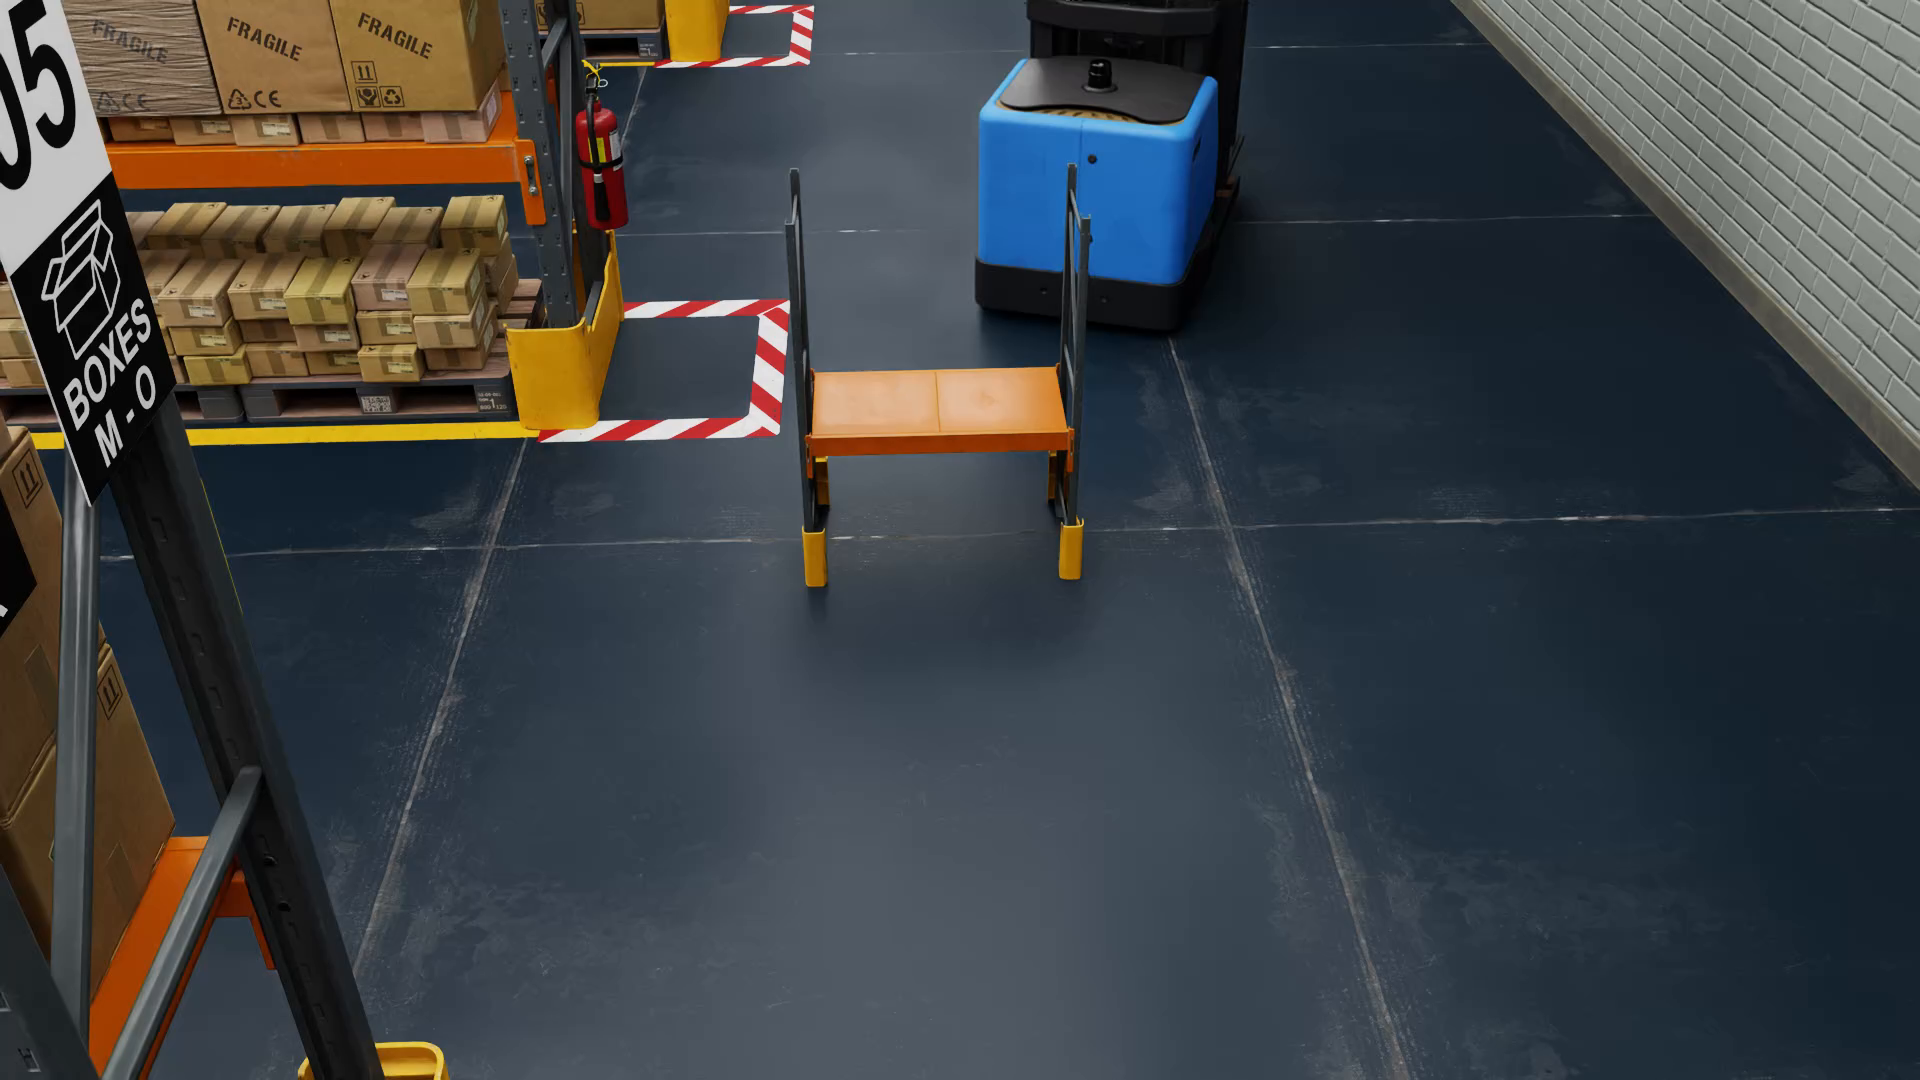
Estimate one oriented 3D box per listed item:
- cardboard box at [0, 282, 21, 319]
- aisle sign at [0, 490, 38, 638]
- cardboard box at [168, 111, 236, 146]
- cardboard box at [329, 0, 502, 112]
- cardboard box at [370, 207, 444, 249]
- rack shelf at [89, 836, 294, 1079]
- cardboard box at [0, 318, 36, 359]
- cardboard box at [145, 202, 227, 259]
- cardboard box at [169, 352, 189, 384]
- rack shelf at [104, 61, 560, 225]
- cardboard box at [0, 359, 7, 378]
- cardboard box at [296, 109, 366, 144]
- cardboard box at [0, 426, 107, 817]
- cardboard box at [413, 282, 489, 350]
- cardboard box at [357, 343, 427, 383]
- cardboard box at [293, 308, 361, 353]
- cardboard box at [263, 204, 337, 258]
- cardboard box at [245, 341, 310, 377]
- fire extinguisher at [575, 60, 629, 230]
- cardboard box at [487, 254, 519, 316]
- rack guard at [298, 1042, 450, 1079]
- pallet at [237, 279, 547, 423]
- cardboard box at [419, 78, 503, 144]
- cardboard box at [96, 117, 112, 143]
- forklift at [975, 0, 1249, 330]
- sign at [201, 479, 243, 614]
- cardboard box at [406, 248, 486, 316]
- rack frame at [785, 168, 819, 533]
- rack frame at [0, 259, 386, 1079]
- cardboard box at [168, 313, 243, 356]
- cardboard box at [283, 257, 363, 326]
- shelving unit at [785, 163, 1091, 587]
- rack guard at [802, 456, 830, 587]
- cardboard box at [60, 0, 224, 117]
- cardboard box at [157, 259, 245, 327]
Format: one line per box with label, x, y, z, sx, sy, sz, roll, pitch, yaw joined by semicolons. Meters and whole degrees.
cardboard box;-4.089;-1.135;7.368;0.250;0.149;0.380;-3;35;-4
aisle sign;-1.339;-0.147;2.042;0.004;0.787;0.394;-2;35;-2
cardboard box;-3.092;-1.779;6.906;0.250;0.149;0.380;-3;35;-4
cardboard box;-2.198;-2.068;6.753;0.500;0.500;0.500;-1;35;-1
cardboard box;-2.570;-1.411;7.767;0.250;0.149;0.380;-1;35;-1
rack shelf;-3.424;1.098;3.160;4.000;0.370;1.077;-2;35;-2
cardboard box;-4.088;-0.961;7.378;0.250;0.149;0.380;-2;35;-3
cardboard box;-3.614;-1.440;7.809;0.250;0.149;0.380;-1;35;-1
cardboard box;-3.569;-0.856;7.487;0.250;0.149;0.380;-1;35;-1
rack shelf;-3.759;-1.713;7.222;4.000;0.370;1.077;-2;35;-2
cardboard box;-4.348;-0.889;7.534;0.250;0.149;0.380;-3;35;-4
cardboard box;-2.573;-1.790;6.921;0.250;0.149;0.380;-2;35;-3
cardboard box;-1.919;0.147;2.936;0.500;0.500;0.500;-2;35;-3
cardboard box;-2.275;-1.009;7.447;0.250;0.149;0.380;-2;35;-4
cardboard box;-2.529;-0.866;7.502;0.250;0.149;0.380;-1;35;-1
cardboard box;-2.794;-0.994;7.426;0.250;0.149;0.380;-3;35;-4
cardboard box;-3.072;-1.424;7.784;0.250;0.149;0.380;-3;35;-5
cardboard box;-3.043;-0.894;7.542;0.250;0.149;0.380;-1;35;-2
fire extinguisher;-1.488;-1.622;6.854;0.183;0.674;0.296;-2;35;-2
cardboard box;-2.300;-1.231;8.029;0.250;0.149;0.380;-1;35;-1
rack guard;-1.402;1.775;3.746;0.348;0.500;1.175;-2;35;-2
pallet;-2.650;-0.913;7.883;1.213;0.211;1.003;-2;35;-2
cardboard box;-2.073;-1.790;6.922;0.250;0.149;0.380;-1;35;-2
cardboard box;-3.629;-1.789;6.920;0.250;0.149;0.380;-1;35;-1
forklift;0.973;-3.062;8.599;1.130;2.935;3.031;9;36;13
sign;-1.446;0.044;3.220;0.005;0.325;0.100;-2;35;-2
cardboard box;-2.278;-1.150;7.389;0.250;0.149;0.380;-1;35;-2
rack frame;-0.593;-0.601;6.300;0.032;1.500;0.500;-2;35;-2
rack frame;-1.426;0.748;3.033;0.127;3.000;1.000;-2;35;-2
cardboard box;-3.310;-0.973;7.395;0.250;0.149;0.380;-1;35;-2
cardboard box;-2.784;-1.096;7.312;0.250;0.149;0.380;-2;35;-3
shelving unit;-0.076;-0.615;6.320;1.083;1.500;0.587;-2;35;-2
rack guard;-0.574;-0.087;6.657;0.087;0.250;0.587;-2;35;-2
cardboard box;-3.218;-2.038;6.710;0.500;0.500;0.500;-1;35;-2
cardboard box;-3.312;-1.087;7.298;0.250;0.149;0.380;0;35;0
